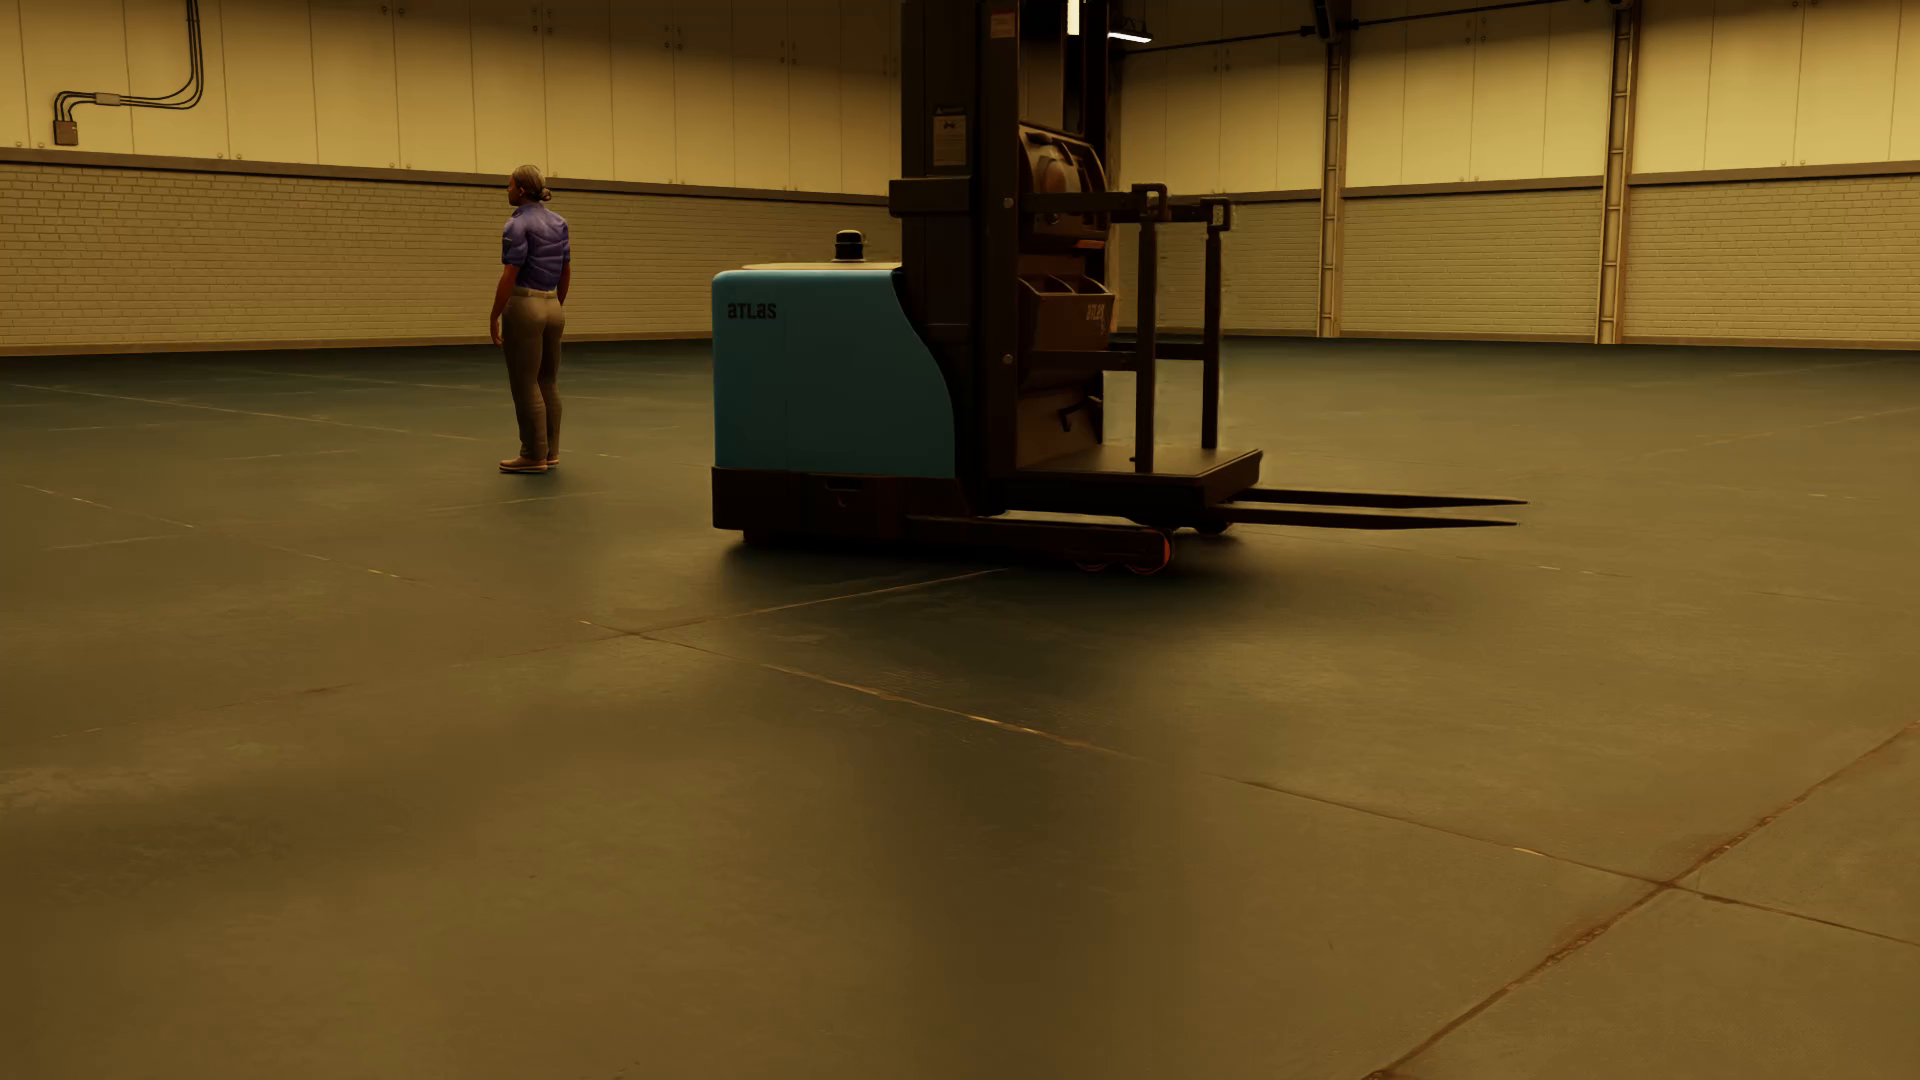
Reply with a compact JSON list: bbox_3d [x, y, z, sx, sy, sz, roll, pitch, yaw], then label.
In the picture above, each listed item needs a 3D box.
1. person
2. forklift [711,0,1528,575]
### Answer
[{"bbox_3d":[-2.400,-1.206,9.118,0.503,1.656,0.569,4,10,27],"label":"person"},{"bbox_3d":[0.588,-1.414,6.266,3.031,2.935,1.130,3,9,22],"label":"forklift"}]
